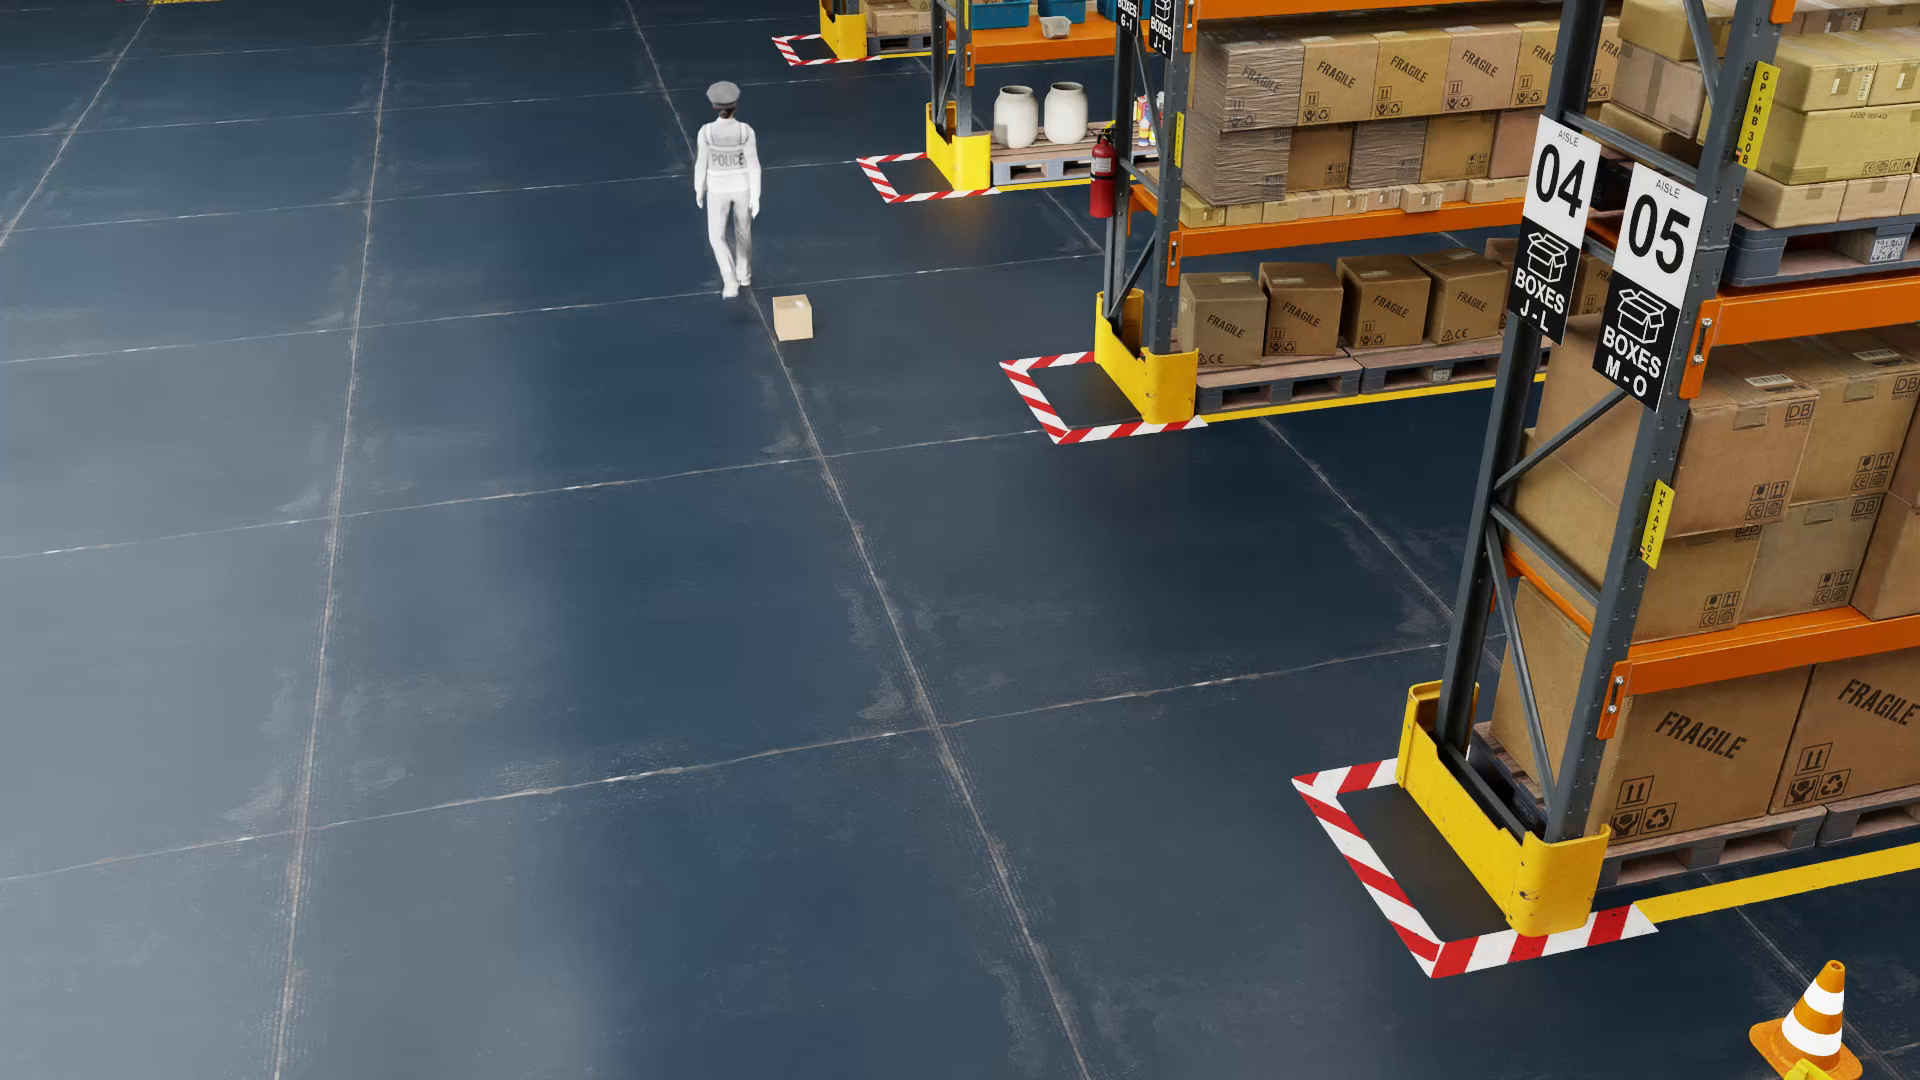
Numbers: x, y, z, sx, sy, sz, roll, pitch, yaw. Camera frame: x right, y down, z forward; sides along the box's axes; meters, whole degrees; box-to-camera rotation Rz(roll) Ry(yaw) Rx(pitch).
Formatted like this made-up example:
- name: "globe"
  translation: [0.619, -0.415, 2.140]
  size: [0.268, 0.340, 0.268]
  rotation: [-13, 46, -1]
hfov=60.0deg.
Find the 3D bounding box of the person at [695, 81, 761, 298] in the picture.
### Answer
- name: "person"
  translation: [-1.772, -2.669, 12.729]
  size: [0.494, 1.652, 0.808]
  rotation: [-8, 31, -13]
